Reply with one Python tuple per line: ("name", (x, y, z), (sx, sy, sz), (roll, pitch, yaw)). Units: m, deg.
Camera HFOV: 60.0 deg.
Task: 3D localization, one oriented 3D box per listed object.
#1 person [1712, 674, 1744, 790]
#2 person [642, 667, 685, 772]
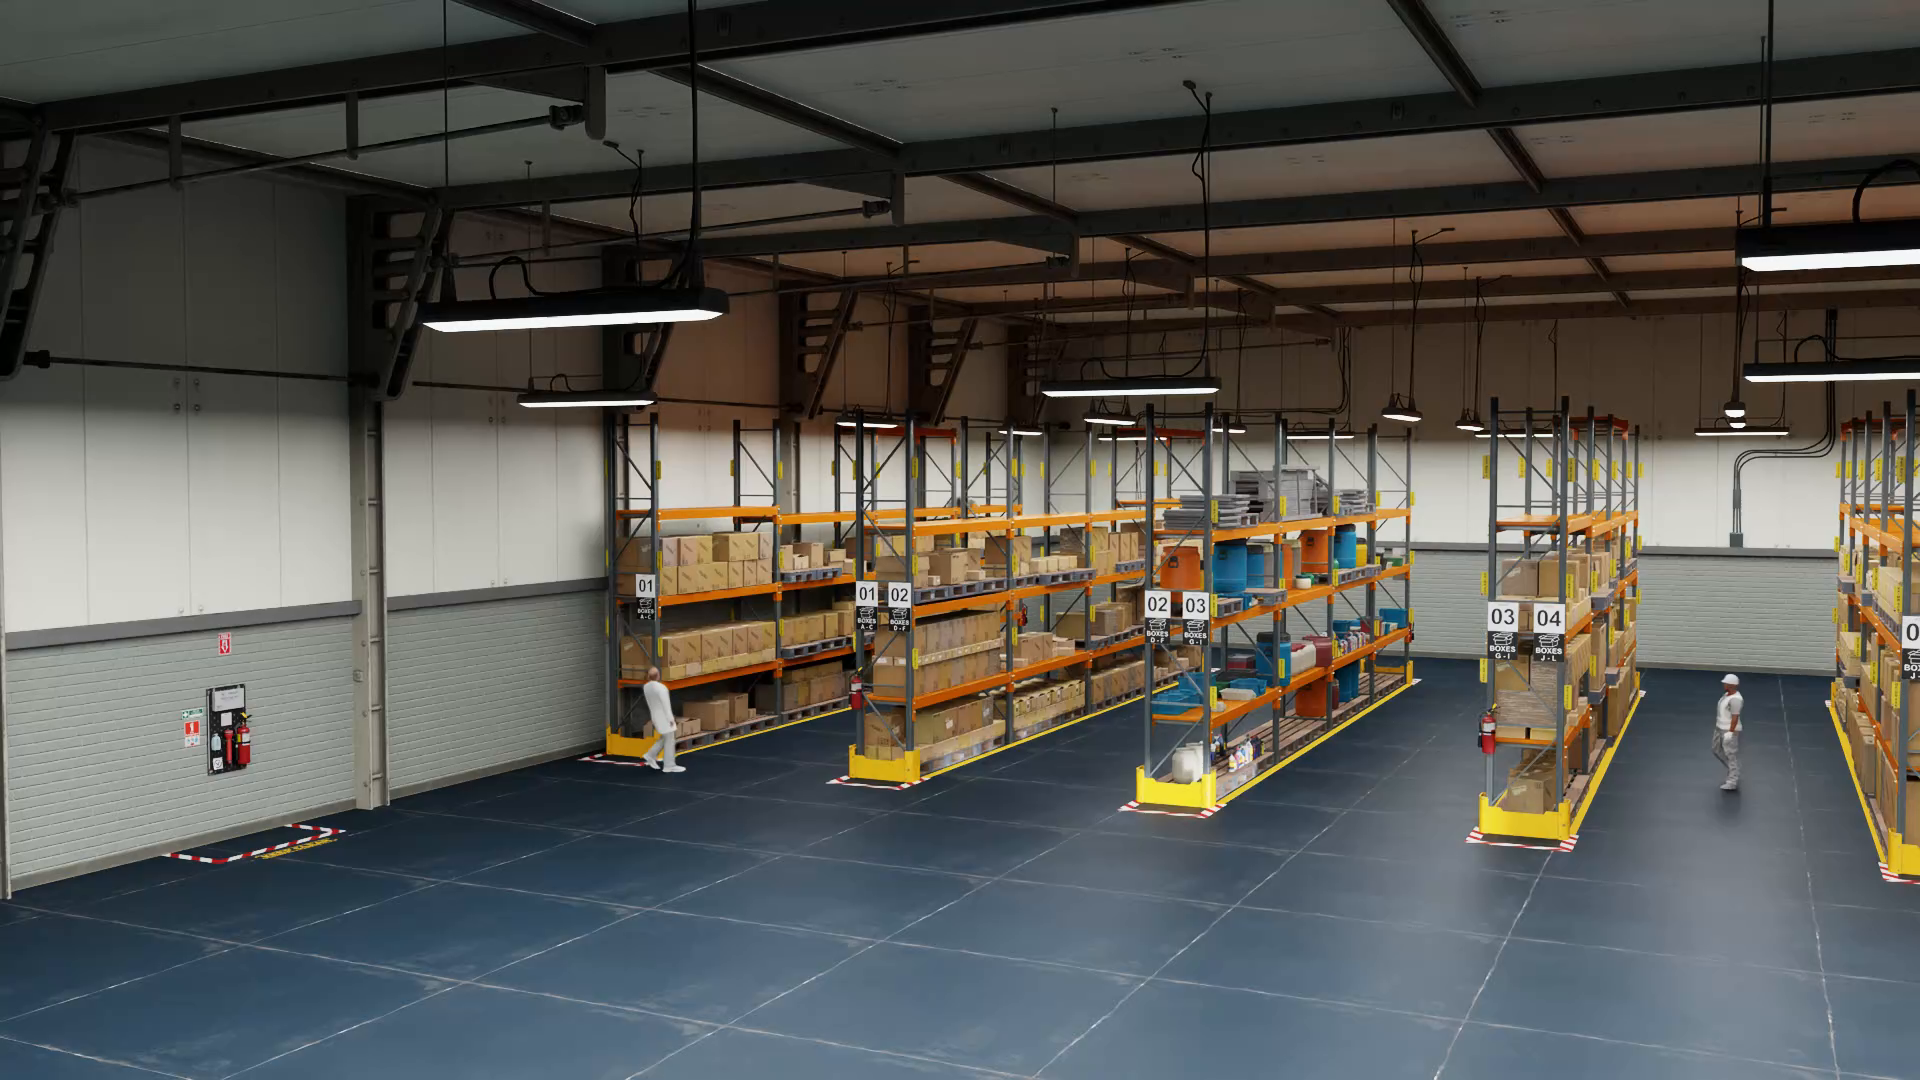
("person", (12.121, 3.000, 26.191), (0.458, 1.786, 0.644), (0, 2, 2))
("person", (-4.929, 2.974, 27.625), (0.627, 1.754, 0.661), (-1, 3, -30))
